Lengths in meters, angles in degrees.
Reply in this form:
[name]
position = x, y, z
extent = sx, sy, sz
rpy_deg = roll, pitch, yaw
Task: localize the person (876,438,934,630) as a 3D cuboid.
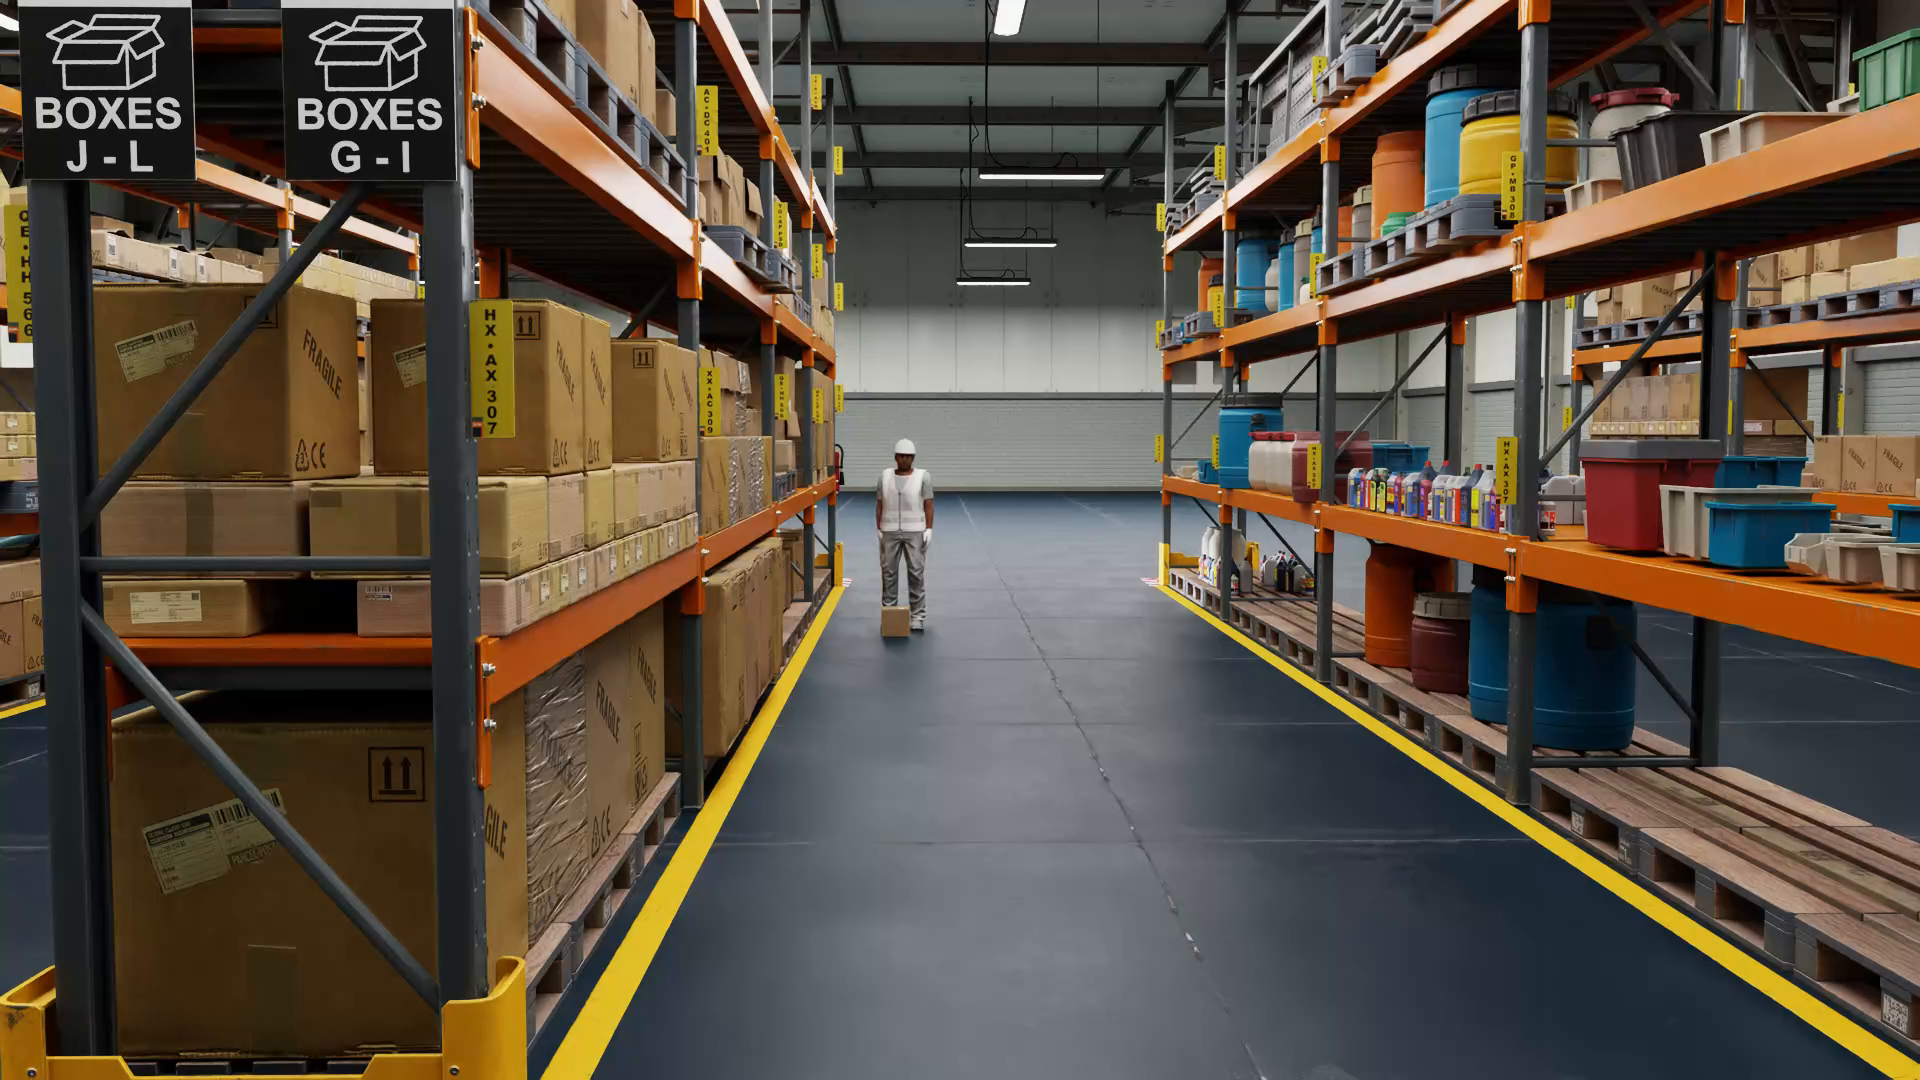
[person]
position = -0.514, -0.057, 15.439
extent = 0.548, 1.776, 0.359
rpy_deg = 0, 4, 7
